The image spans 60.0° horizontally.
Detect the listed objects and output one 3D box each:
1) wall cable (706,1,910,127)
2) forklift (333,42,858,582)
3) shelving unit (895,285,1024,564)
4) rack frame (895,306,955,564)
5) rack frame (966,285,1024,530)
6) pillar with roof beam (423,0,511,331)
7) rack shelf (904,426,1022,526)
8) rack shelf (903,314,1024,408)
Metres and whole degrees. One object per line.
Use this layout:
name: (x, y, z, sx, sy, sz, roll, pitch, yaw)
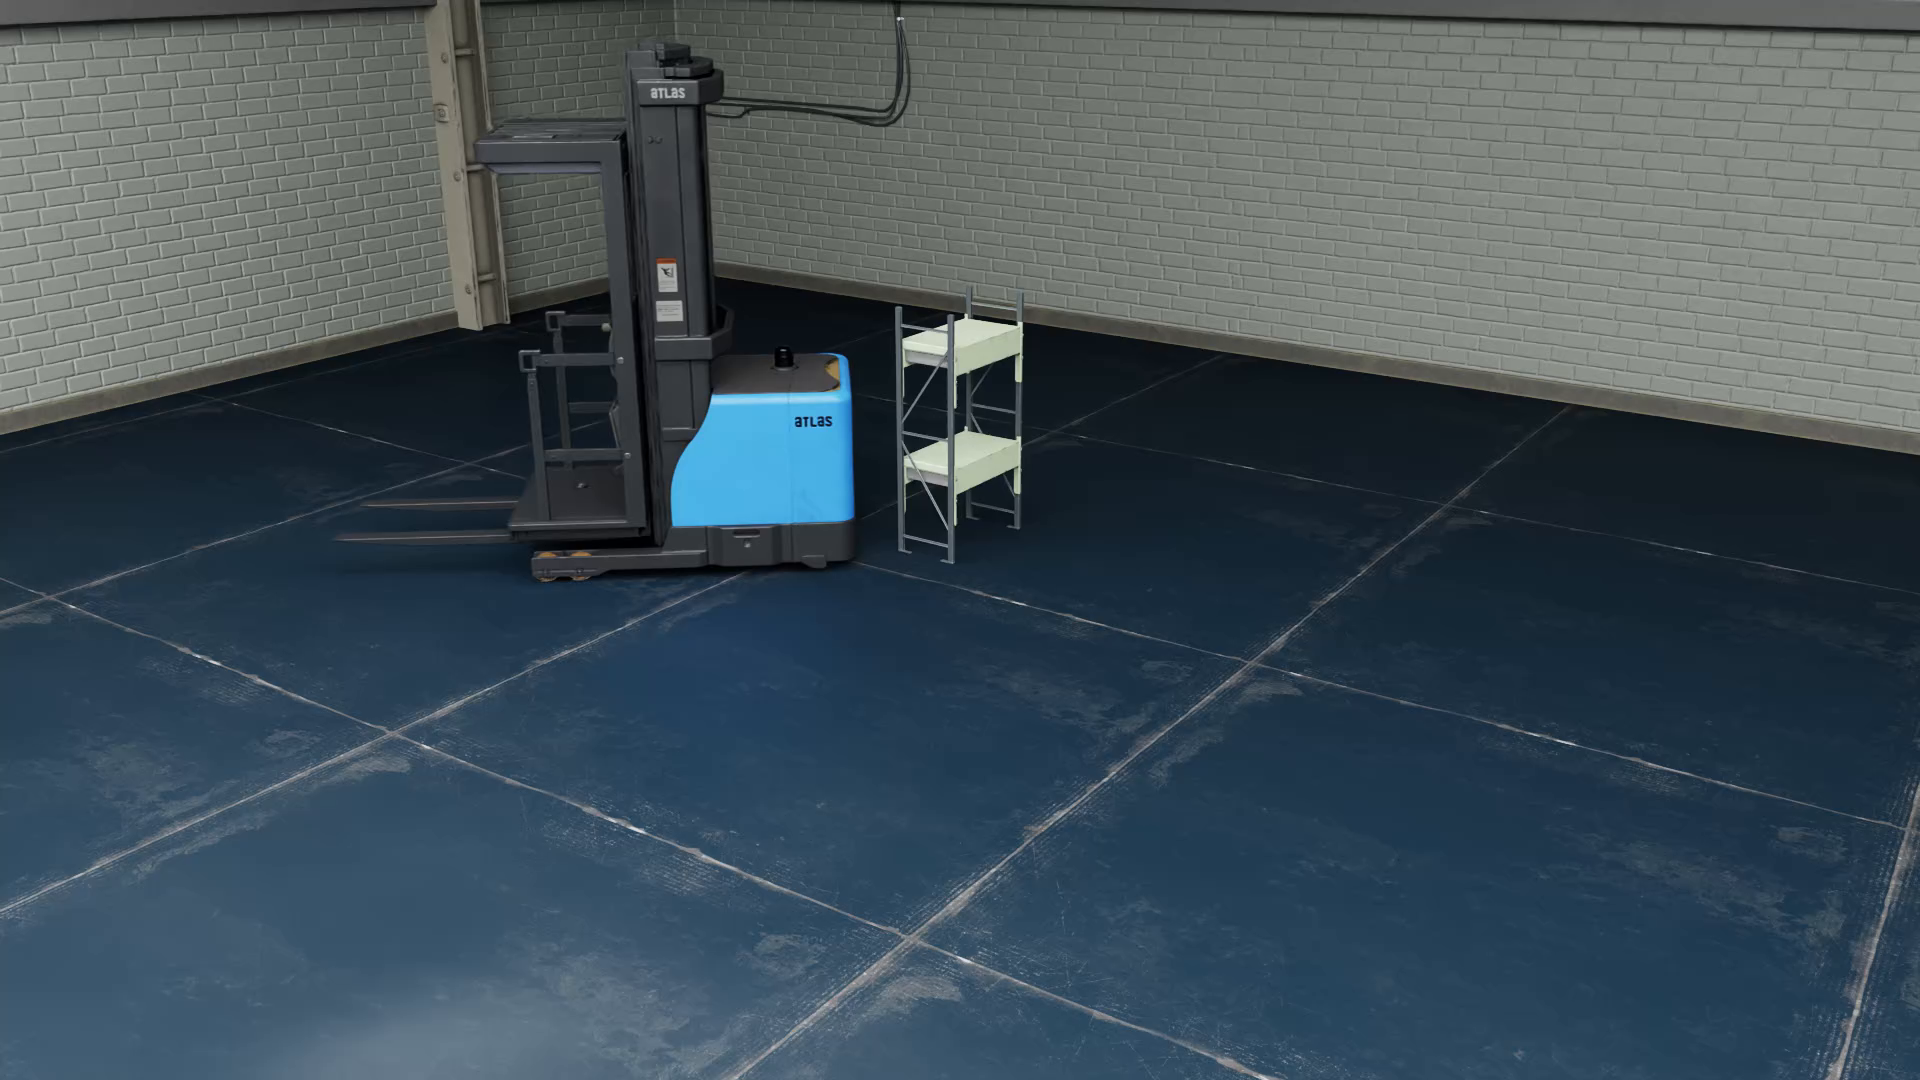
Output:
wall cable: (-1.772, -5.398, 16.362, 3.097, 2.526, 0.112, 13, 24, 32)
forklift: (-2.151, -1.325, 9.622, 3.031, 2.935, 1.130, -2, 20, -4)
shelving unit: (0.004, -0.705, 10.010, 0.431, 1.500, 0.755, 13, 24, 32)
rack frame: (-0.202, -0.600, 9.726, 0.400, 1.500, 0.023, 13, 24, 32)
rack frame: (0.209, -0.810, 10.294, 0.400, 1.500, 0.023, 13, 24, 32)
pillar with roof beam: (-0.962, -5.427, 11.966, 9.100, 9.000, 0.400, 13, 24, 32)
rack shelf: (0.004, -0.400, 10.123, 0.431, 0.370, 0.720, 13, 24, 32)
rack shelf: (0.004, -1.071, 9.875, 0.431, 0.370, 0.720, 13, 24, 32)
